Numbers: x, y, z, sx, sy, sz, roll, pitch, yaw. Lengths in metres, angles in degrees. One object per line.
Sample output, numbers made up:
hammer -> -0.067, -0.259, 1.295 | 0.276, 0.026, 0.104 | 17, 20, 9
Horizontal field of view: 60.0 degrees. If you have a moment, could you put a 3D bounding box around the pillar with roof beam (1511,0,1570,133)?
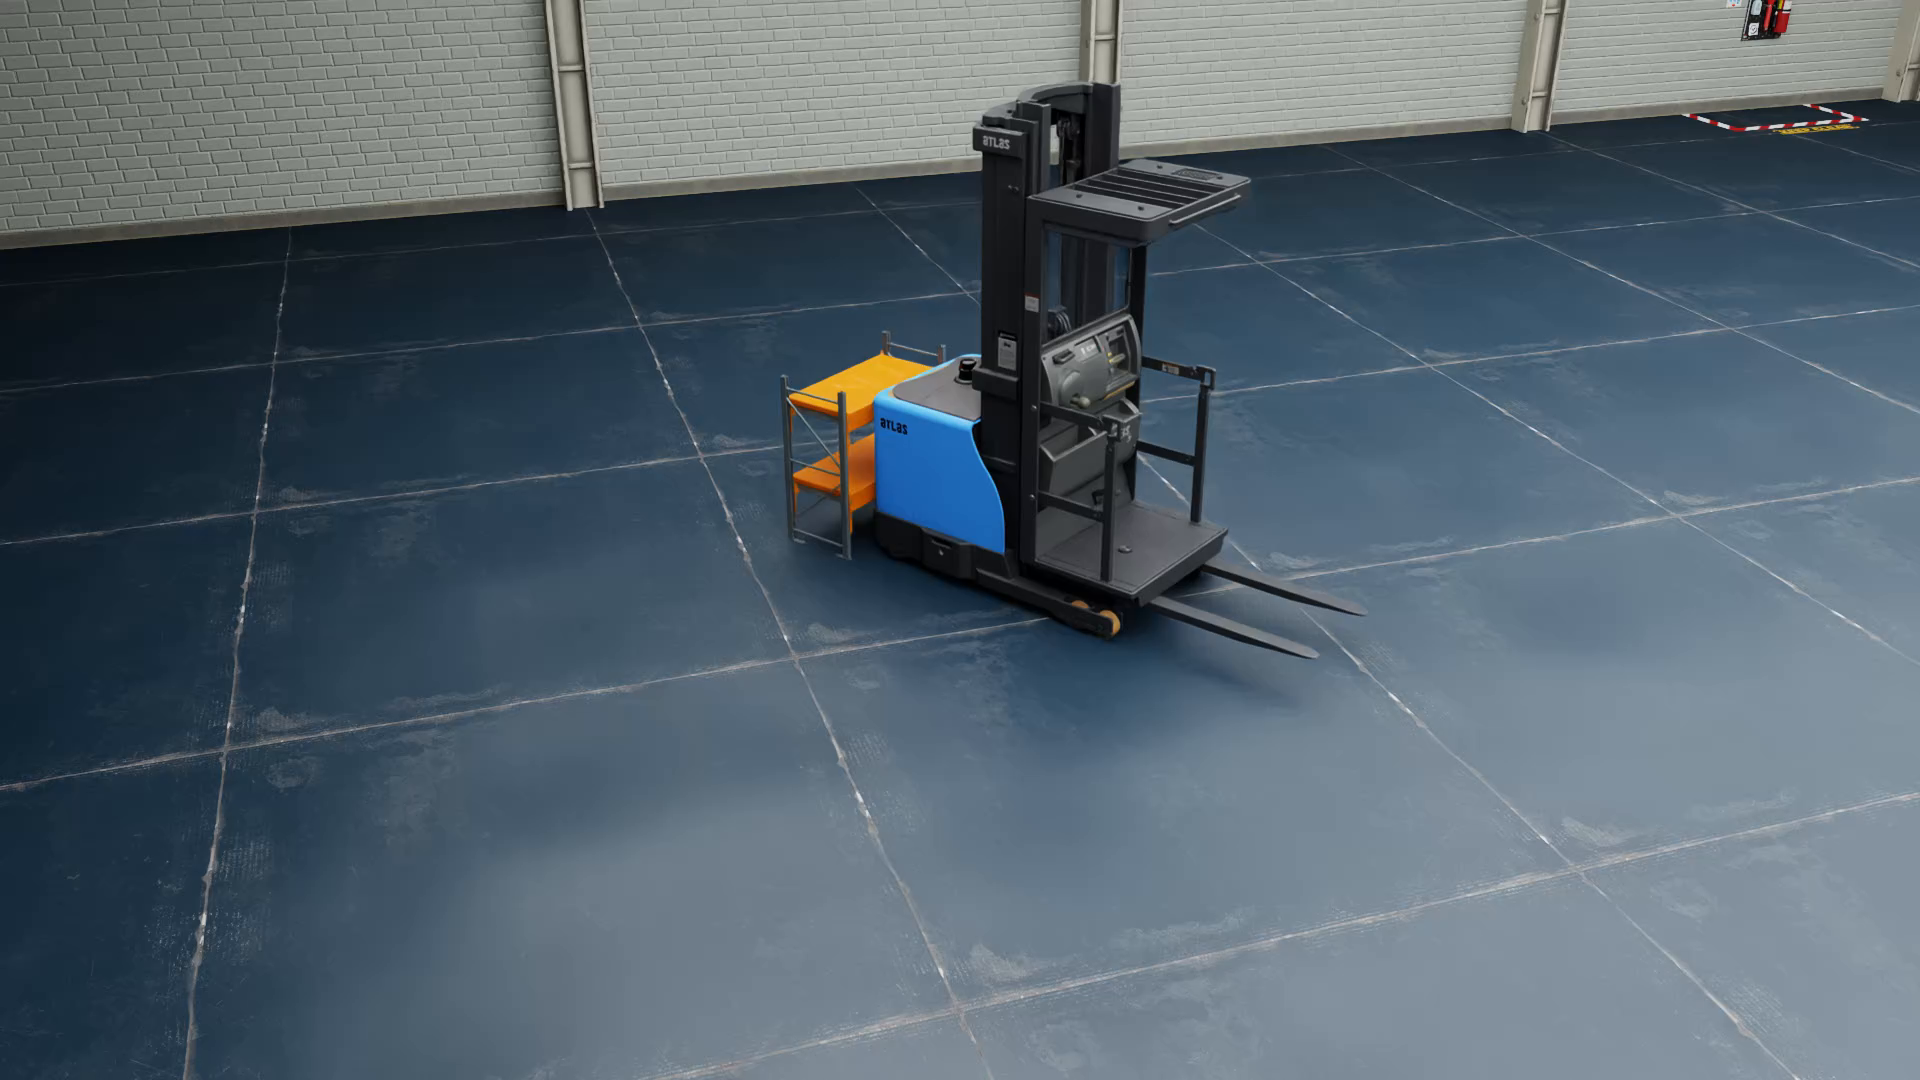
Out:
pillar with roof beam -> 8.659, -7.498, 15.734 | 0.400, 9.000, 9.100 | -8, 28, -16

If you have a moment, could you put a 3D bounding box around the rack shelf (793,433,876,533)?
rack shelf -> -0.601, -0.411, 10.862 | 0.538, 0.278, 1.000 | 18, 31, 32

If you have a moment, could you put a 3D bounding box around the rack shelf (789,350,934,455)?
rack shelf -> -0.601, -0.892, 10.623 | 0.538, 0.278, 1.000 | 18, 31, 32

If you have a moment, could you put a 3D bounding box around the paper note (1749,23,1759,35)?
paper note -> 10.480, -6.744, 21.951 | 0.142, 0.148, 0.016 | -8, 28, -16

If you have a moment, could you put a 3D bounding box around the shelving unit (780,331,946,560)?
shelving unit -> -0.601, -0.630, 10.753 | 0.538, 1.125, 1.048 | 18, 31, 32

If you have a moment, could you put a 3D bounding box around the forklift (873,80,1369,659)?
forklift -> 0.927, -1.006, 9.480 | 3.031, 2.935, 1.130 | 19, 32, 34

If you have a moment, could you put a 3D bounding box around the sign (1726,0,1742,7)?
sign -> 10.112, -7.117, 21.672 | 0.234, 0.329, 0.001 | -8, 28, -16

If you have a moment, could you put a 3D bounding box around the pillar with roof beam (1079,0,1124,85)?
pillar with roof beam -> 2.954, -6.672, 14.069 | 0.400, 9.000, 9.100 | -8, 28, -16

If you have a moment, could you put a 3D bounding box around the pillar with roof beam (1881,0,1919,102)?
pillar with roof beam -> 14.364, -8.324, 17.398 | 0.400, 9.000, 9.100 | -8, 28, -16

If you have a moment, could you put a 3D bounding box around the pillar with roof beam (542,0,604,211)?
pillar with roof beam -> -2.751, -5.846, 12.405 | 0.400, 9.000, 9.100 | -8, 28, -16

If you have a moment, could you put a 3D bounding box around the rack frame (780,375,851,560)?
rack frame -> -0.898, -0.446, 10.384 | 0.500, 1.125, 0.032 | 18, 31, 32

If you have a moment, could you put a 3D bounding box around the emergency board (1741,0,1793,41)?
emergency board -> 10.669, -7.133, 21.745 | 0.643, 1.169, 0.194 | -8, 28, -16

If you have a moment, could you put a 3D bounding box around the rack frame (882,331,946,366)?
rack frame -> -0.304, -0.813, 11.123 | 0.500, 1.125, 0.032 | 18, 31, 32
